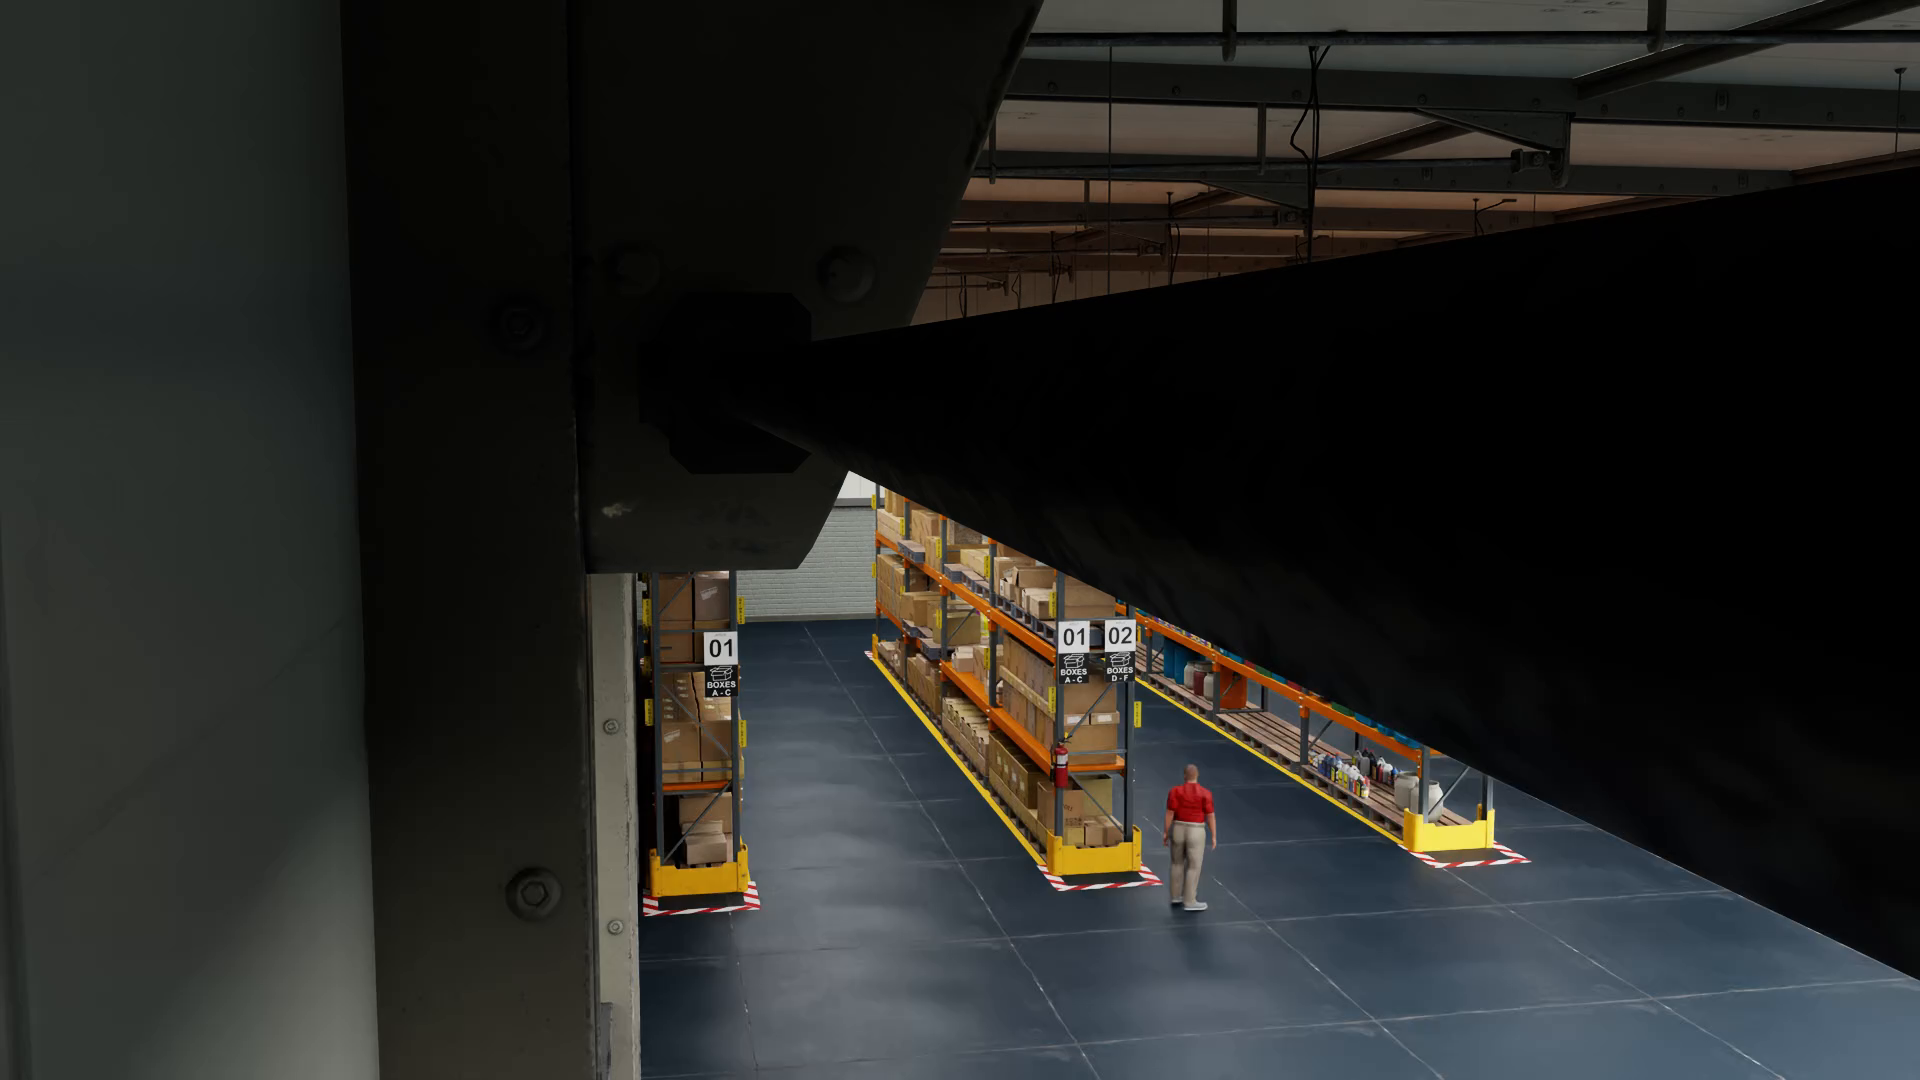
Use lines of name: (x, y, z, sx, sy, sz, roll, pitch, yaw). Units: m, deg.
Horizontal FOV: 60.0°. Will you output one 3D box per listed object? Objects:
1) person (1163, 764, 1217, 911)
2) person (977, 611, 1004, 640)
person: (2.728, 3.482, 19.580, 0.600, 1.748, 0.506, 3, 7, 31)
person: (0.600, 2.025, 33.783, 0.633, 1.766, 0.953, -1, 6, -11)
